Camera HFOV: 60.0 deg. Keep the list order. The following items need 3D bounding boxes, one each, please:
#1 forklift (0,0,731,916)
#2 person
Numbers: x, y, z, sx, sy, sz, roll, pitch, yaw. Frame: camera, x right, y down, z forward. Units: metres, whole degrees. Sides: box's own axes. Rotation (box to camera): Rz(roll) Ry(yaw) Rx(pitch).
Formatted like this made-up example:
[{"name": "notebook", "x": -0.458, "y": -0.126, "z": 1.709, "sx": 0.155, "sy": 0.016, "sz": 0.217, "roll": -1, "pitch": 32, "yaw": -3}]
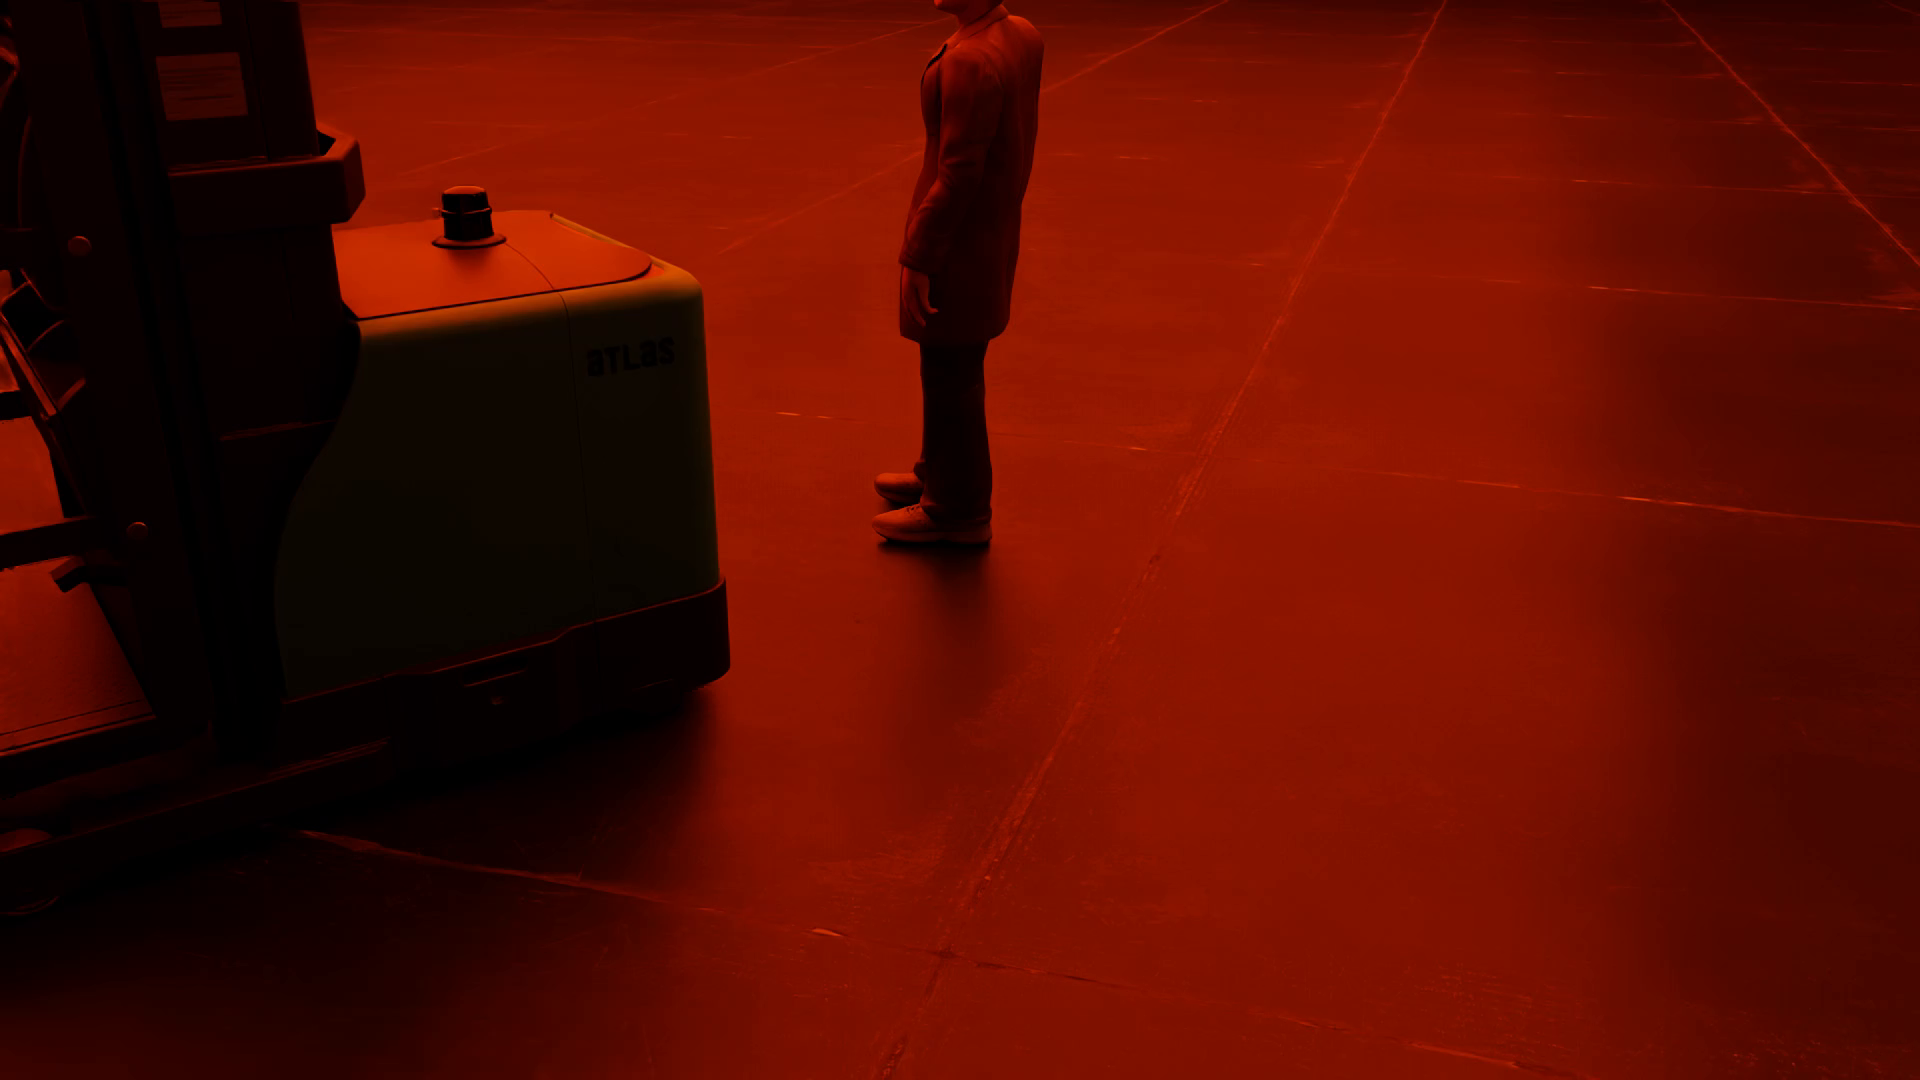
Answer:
[{"name": "forklift", "x": -2.077, "y": -0.796, "z": 3.207, "sx": 3.031, "sy": 2.935, "sz": 1.130, "roll": -15, "pitch": 27, "yaw": -32}, {"name": "person", "x": -0.087, "y": -0.840, "z": 4.807, "sx": 0.579, "sy": 1.777, "sz": 0.696, "roll": 7, "pitch": 23, "yaw": 16}]
